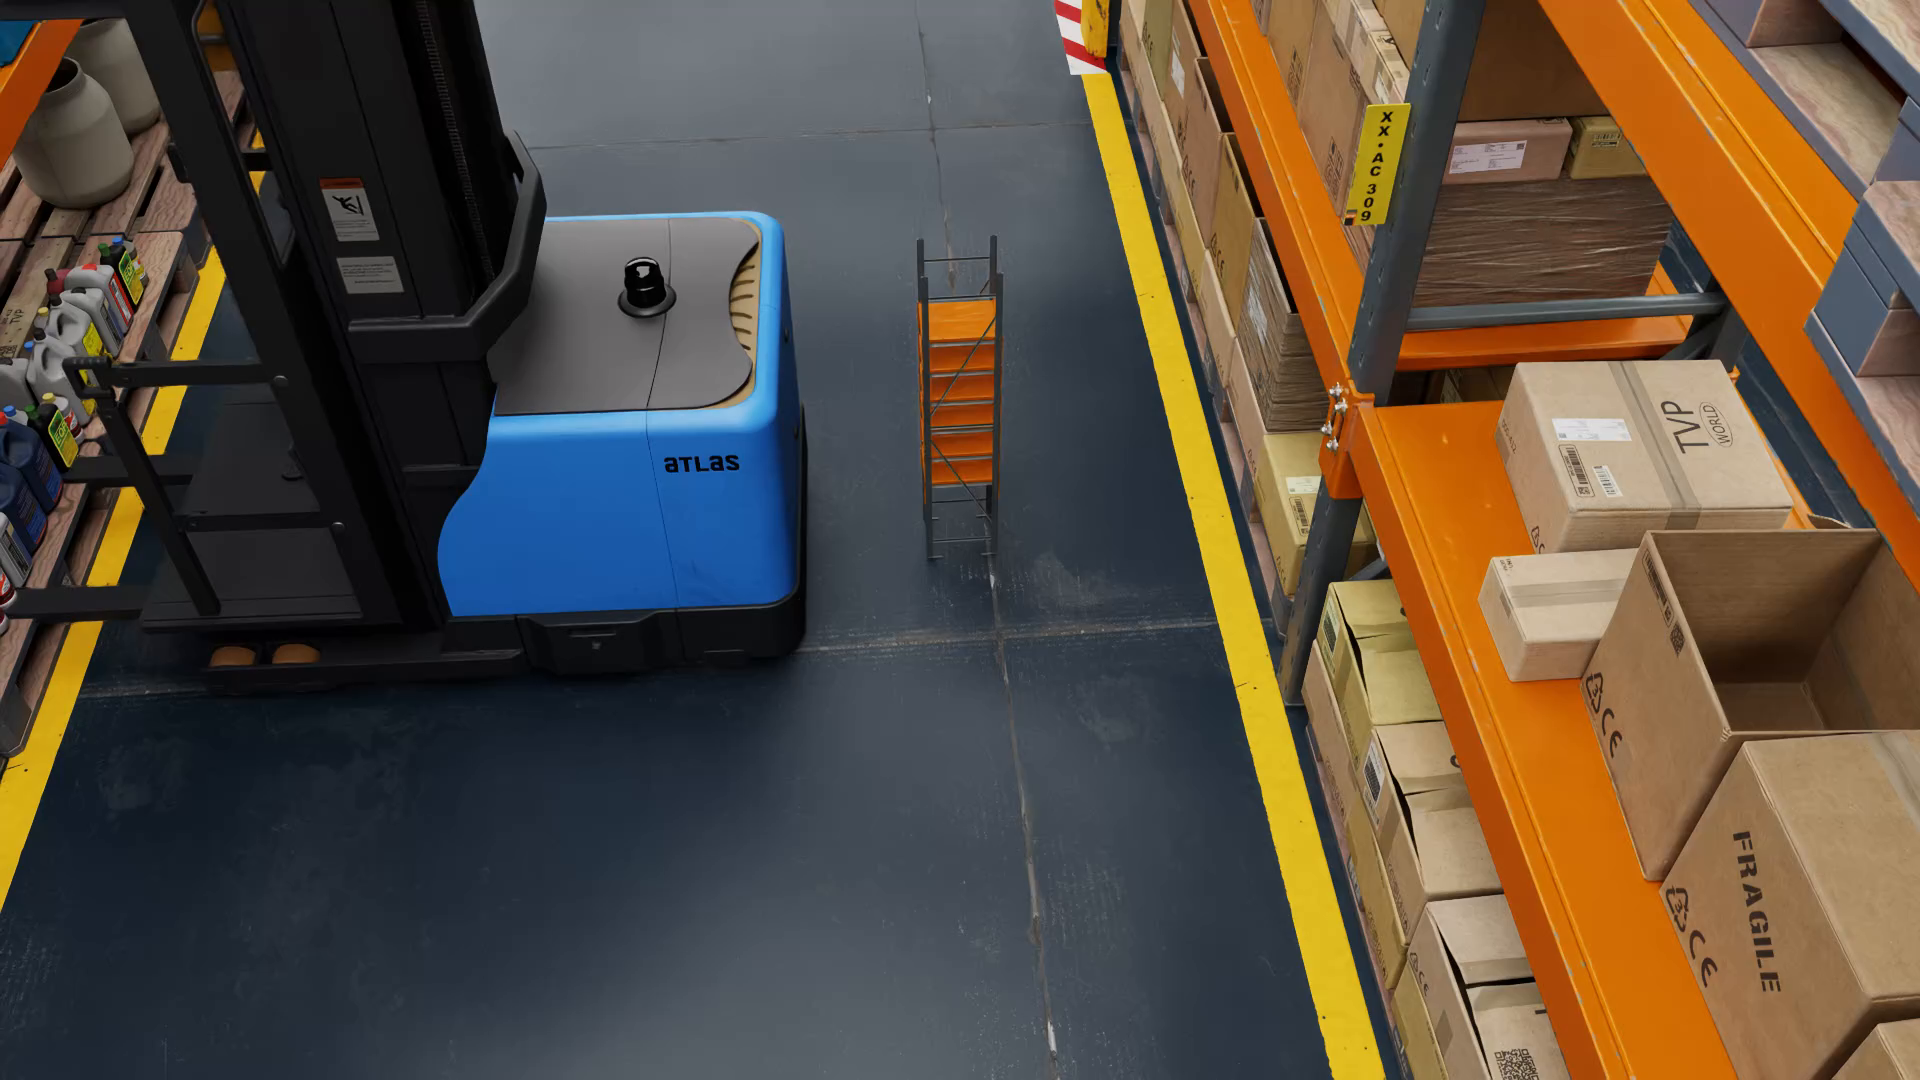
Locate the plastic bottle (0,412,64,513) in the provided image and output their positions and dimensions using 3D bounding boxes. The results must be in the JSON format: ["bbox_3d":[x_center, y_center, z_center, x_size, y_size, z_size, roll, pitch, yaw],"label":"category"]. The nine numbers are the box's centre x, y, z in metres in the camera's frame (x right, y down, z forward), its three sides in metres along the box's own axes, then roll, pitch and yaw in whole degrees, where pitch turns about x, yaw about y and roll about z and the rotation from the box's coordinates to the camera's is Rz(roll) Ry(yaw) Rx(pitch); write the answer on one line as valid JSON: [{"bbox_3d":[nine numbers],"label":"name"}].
[{"bbox_3d":[-3.089,-0.264,5.455,0.144,0.351,0.185,-5,47,-5],"label":"plastic bottle"}]

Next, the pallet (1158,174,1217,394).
[{"bbox_3d":[1.387,-1.080,6.627,1.003,0.211,1.213,-3,47,-3],"label":"pallet"}]

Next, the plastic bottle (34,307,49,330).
[{"bbox_3d":[-3.280,-0.753,6.022,0.097,0.201,0.097,0,47,0],"label":"plastic bottle"}]

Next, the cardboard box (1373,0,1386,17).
[{"bbox_3d":[1.430,-1.743,4.372,0.700,0.500,0.500,-4,47,-3],"label":"cardboard box"}]

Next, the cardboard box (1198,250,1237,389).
[{"bbox_3d":[1.172,-0.820,6.065,0.500,0.250,0.500,-3,47,-3],"label":"cardboard box"}]

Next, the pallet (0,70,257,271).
[{"bbox_3d":[-3.638,-1.572,7.094,1.003,0.211,1.213,-3,47,-3],"label":"pallet"}]

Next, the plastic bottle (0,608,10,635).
[{"bbox_3d":[-3.017,0.203,5.116,0.097,0.201,0.097,0,47,0],"label":"plastic bottle"}]

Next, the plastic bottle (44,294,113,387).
[{"bbox_3d":[-3.140,-0.706,5.874,0.144,0.351,0.185,-2,47,-2],"label":"plastic bottle"}]

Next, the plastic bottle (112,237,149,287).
[{"bbox_3d":[-3.163,-1.058,6.311,0.097,0.201,0.097,0,47,0],"label":"plastic bottle"}]

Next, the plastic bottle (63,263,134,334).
[{"bbox_3d":[-3.169,-0.900,6.109,0.152,0.276,0.135,-3,47,-3],"label":"plastic bottle"}]

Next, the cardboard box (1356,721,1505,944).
[{"bbox_3d":[1.340,0.709,4.231,0.500,0.311,0.500,-4,47,-4],"label":"cardboard box"}]

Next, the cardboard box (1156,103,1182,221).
[{"bbox_3d":[1.093,-1.544,6.751,0.500,0.250,0.500,-3,47,-3],"label":"cardboard box"}]

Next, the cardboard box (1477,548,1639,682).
[{"bbox_3d":[1.388,0.164,3.702,0.380,0.149,0.250,-3,47,-3],"label":"cardboard box"}]

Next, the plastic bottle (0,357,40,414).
[{"bbox_3d":[-3.270,-0.518,5.748,0.152,0.276,0.135,-3,47,-3],"label":"plastic bottle"}]

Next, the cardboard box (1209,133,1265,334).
[{"bbox_3d":[1.185,-1.079,5.794,0.500,0.500,0.500,-3,47,-3],"label":"cardboard box"}]

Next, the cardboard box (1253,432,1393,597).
[{"bbox_3d":[1.261,-0.097,5.380,0.500,0.250,0.500,-3,47,-3],"label":"cardboard box"}]

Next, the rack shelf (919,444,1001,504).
[{"bbox_3d":[-0.001,-0.227,5.531,0.258,0.103,0.180,-3,47,-3],"label":"rack shelf"}]

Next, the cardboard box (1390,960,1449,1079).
[{"bbox_3d":[1.392,1.277,4.080,0.500,0.250,0.500,-5,47,-5],"label":"cardboard box"}]

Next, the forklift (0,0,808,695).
[{"bbox_3d":[-2.036,-0.912,4.595,3.031,2.935,1.130,-2,47,-2],"label":"forklift"}]

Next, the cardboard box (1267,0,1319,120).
[{"bbox_3d":[1.385,-1.675,5.202,0.700,0.500,0.500,-3,47,-3],"label":"cardboard box"}]

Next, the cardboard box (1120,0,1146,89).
[{"bbox_3d":[1.006,-2.267,7.436,0.500,0.250,0.500,-3,47,-3],"label":"cardboard box"}]

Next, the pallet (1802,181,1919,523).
[{"bbox_3d":[1.610,0.057,1.694,1.003,0.211,1.213,-2,47,-1],"label":"pallet"}]

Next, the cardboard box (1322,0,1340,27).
[{"bbox_3d":[1.215,-1.575,4.660,0.380,0.149,0.250,-4,47,-3],"label":"cardboard box"}]

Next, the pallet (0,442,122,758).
[{"bbox_3d":[-3.434,0.193,5.422,1.003,0.211,1.213,-3,47,-3],"label":"pallet"}]

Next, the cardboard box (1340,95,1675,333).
[{"bbox_3d":[1.474,-0.931,4.497,0.700,0.500,0.500,-5,47,-4],"label":"cardboard box"}]

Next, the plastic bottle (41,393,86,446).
[{"bbox_3d":[-3.089,-0.419,5.705,0.097,0.201,0.097,0,47,0],"label":"plastic bottle"}]

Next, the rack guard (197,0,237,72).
[{"bbox_3d":[-3.700,-2.260,7.546,1.175,0.500,0.348,-3,47,-3],"label":"rack guard"}]

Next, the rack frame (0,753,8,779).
[{"bbox_3d":[-3.419,-0.278,3.947,1.000,3.000,0.127,-3,47,-3],"label":"rack frame"}]

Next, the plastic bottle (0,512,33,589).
[{"bbox_3d":[-3.063,0.018,5.240,0.152,0.276,0.135,-2,47,-2],"label":"plastic bottle"}]

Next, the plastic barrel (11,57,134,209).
[{"bbox_3d":[-3.581,-1.626,6.649,0.421,0.512,0.421,0,47,0],"label":"plastic barrel"}]

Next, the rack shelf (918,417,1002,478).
[{"bbox_3d":[-0.001,-0.310,5.444,0.258,0.103,0.180,-3,47,-3],"label":"rack shelf"}]

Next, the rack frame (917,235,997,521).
[{"bbox_3d":[-0.009,-0.489,5.387,0.240,1.200,0.006,-3,47,-3],"label":"rack frame"}]

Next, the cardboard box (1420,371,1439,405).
[{"bbox_3d":[1.741,-0.748,5.481,0.500,0.500,0.500,-3,47,-3],"label":"cardboard box"}]

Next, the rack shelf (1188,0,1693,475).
[{"bbox_3d":[1.350,-1.776,5.861,1.077,0.370,4.000,-3,47,-3],"label":"rack shelf"}]

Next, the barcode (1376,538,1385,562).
[{"bbox_3d":[1.124,0.012,4.430,0.001,0.075,0.075,-3,47,-3],"label":"barcode"}]

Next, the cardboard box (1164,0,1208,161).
[{"bbox_3d":[1.104,-1.803,6.479,0.500,0.500,0.500,-3,47,-3],"label":"cardboard box"}]

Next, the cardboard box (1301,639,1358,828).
[{"bbox_3d":[1.304,0.532,4.785,0.500,0.250,0.500,-5,47,-4],"label":"cardboard box"}]

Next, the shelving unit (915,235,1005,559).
[{"bbox_3d":[-0.001,-0.423,5.324,0.258,1.200,0.189,-3,47,-3],"label":"shelving unit"}]

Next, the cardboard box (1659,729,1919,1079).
[{"bbox_3d":[1.651,0.690,2.962,0.500,0.500,0.500,-3,47,-3],"label":"cardboard box"}]

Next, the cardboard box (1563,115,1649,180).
[{"bbox_3d":[1.688,-1.040,4.153,0.380,0.149,0.250,-4,47,-3],"label":"cardboard box"}]

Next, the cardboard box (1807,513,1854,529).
[{"bbox_3d":[1.774,0.095,3.686,0.396,0.266,0.258,-5,47,-4],"label":"cardboard box"}]

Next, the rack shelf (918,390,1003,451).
[{"bbox_3d":[-0.001,-0.392,5.357,0.258,0.103,0.180,-3,47,-3],"label":"rack shelf"}]

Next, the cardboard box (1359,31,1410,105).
[{"bbox_3d":[1.262,-1.196,4.301,0.380,0.149,0.250,-4,47,-4],"label":"cardboard box"}]

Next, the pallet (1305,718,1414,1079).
[{"bbox_3d":[1.618,0.914,4.739,1.003,0.211,1.213,-3,47,-3],"label":"pallet"}]

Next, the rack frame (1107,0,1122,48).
[{"bbox_3d":[1.183,-3.470,6.970,1.000,3.000,0.127,-3,47,-3],"label":"rack frame"}]
